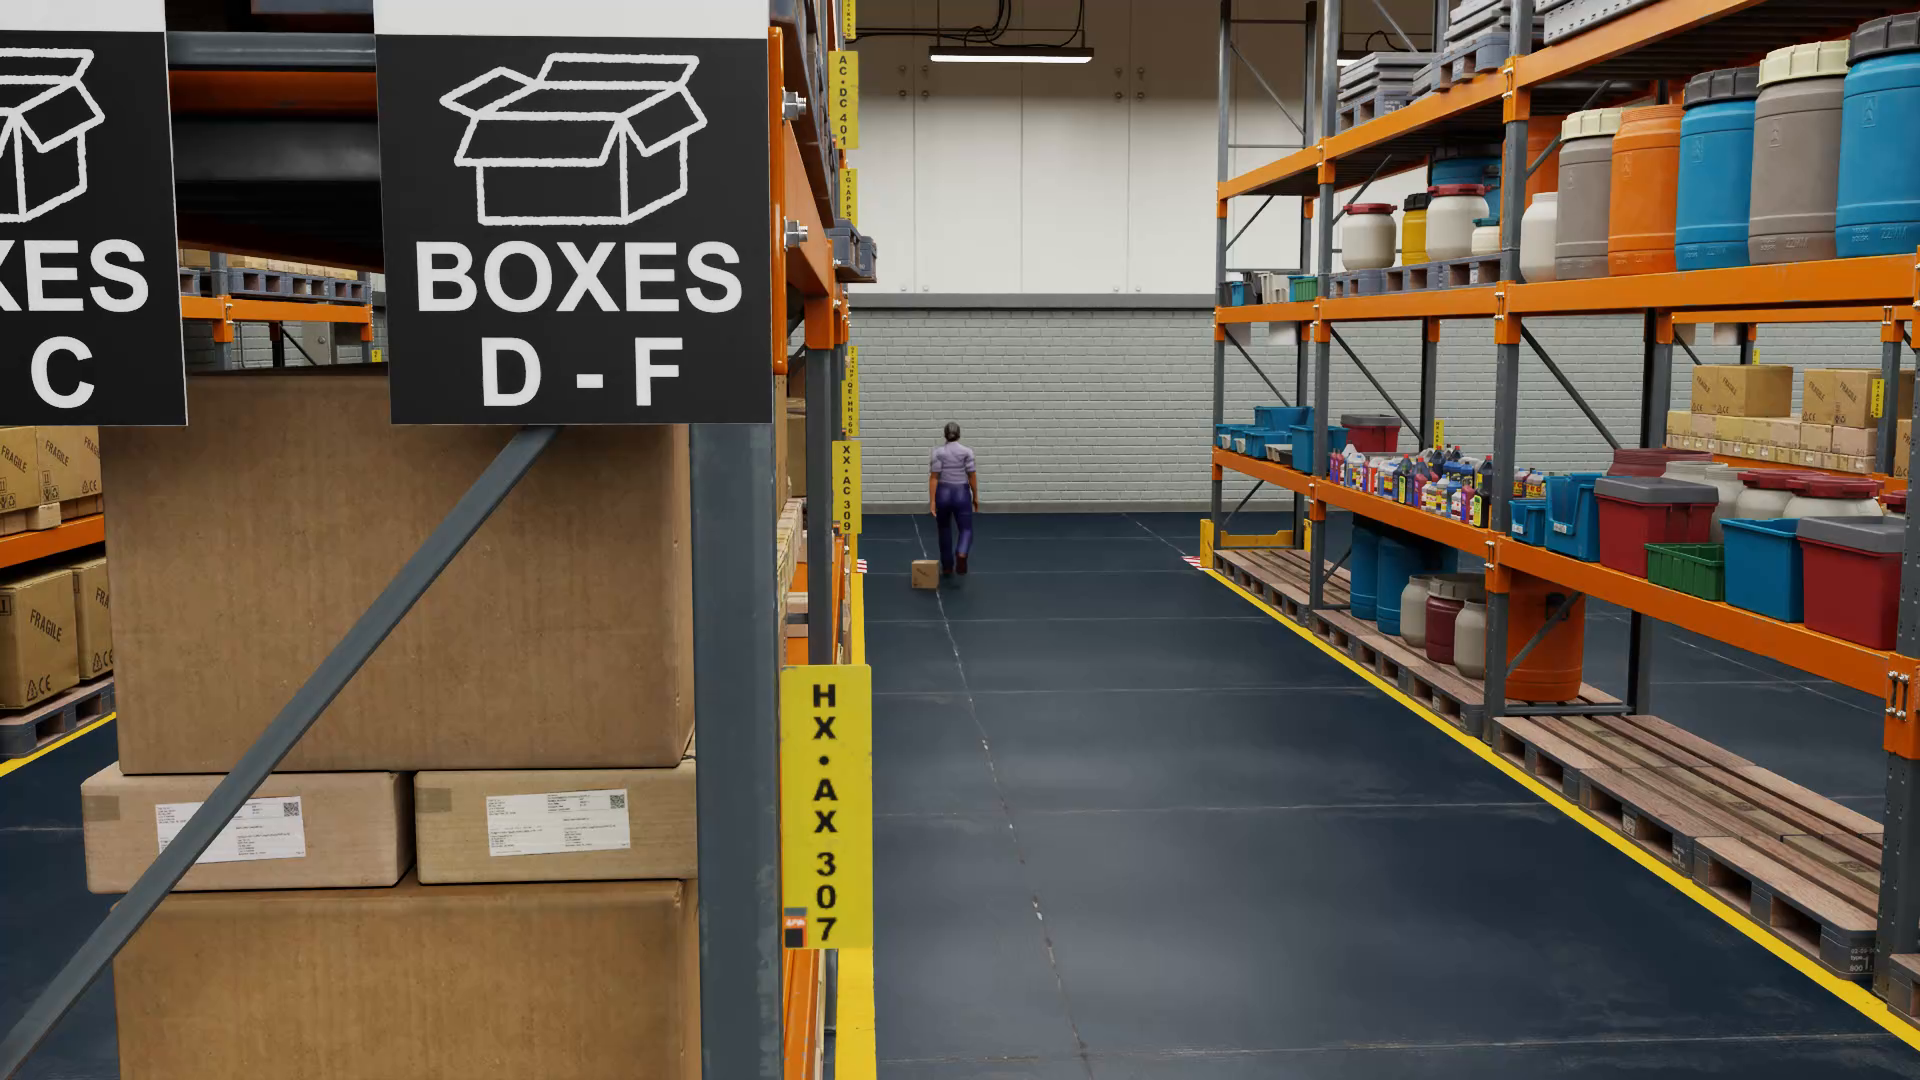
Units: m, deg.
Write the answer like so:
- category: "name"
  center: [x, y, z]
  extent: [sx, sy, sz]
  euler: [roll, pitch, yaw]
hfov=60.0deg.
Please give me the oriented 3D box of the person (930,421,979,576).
- category: "person"
  center: [-0.061, -0.422, 17.167]
  extent: [0.496, 1.601, 0.863]
  euler: [1, 7, 6]
